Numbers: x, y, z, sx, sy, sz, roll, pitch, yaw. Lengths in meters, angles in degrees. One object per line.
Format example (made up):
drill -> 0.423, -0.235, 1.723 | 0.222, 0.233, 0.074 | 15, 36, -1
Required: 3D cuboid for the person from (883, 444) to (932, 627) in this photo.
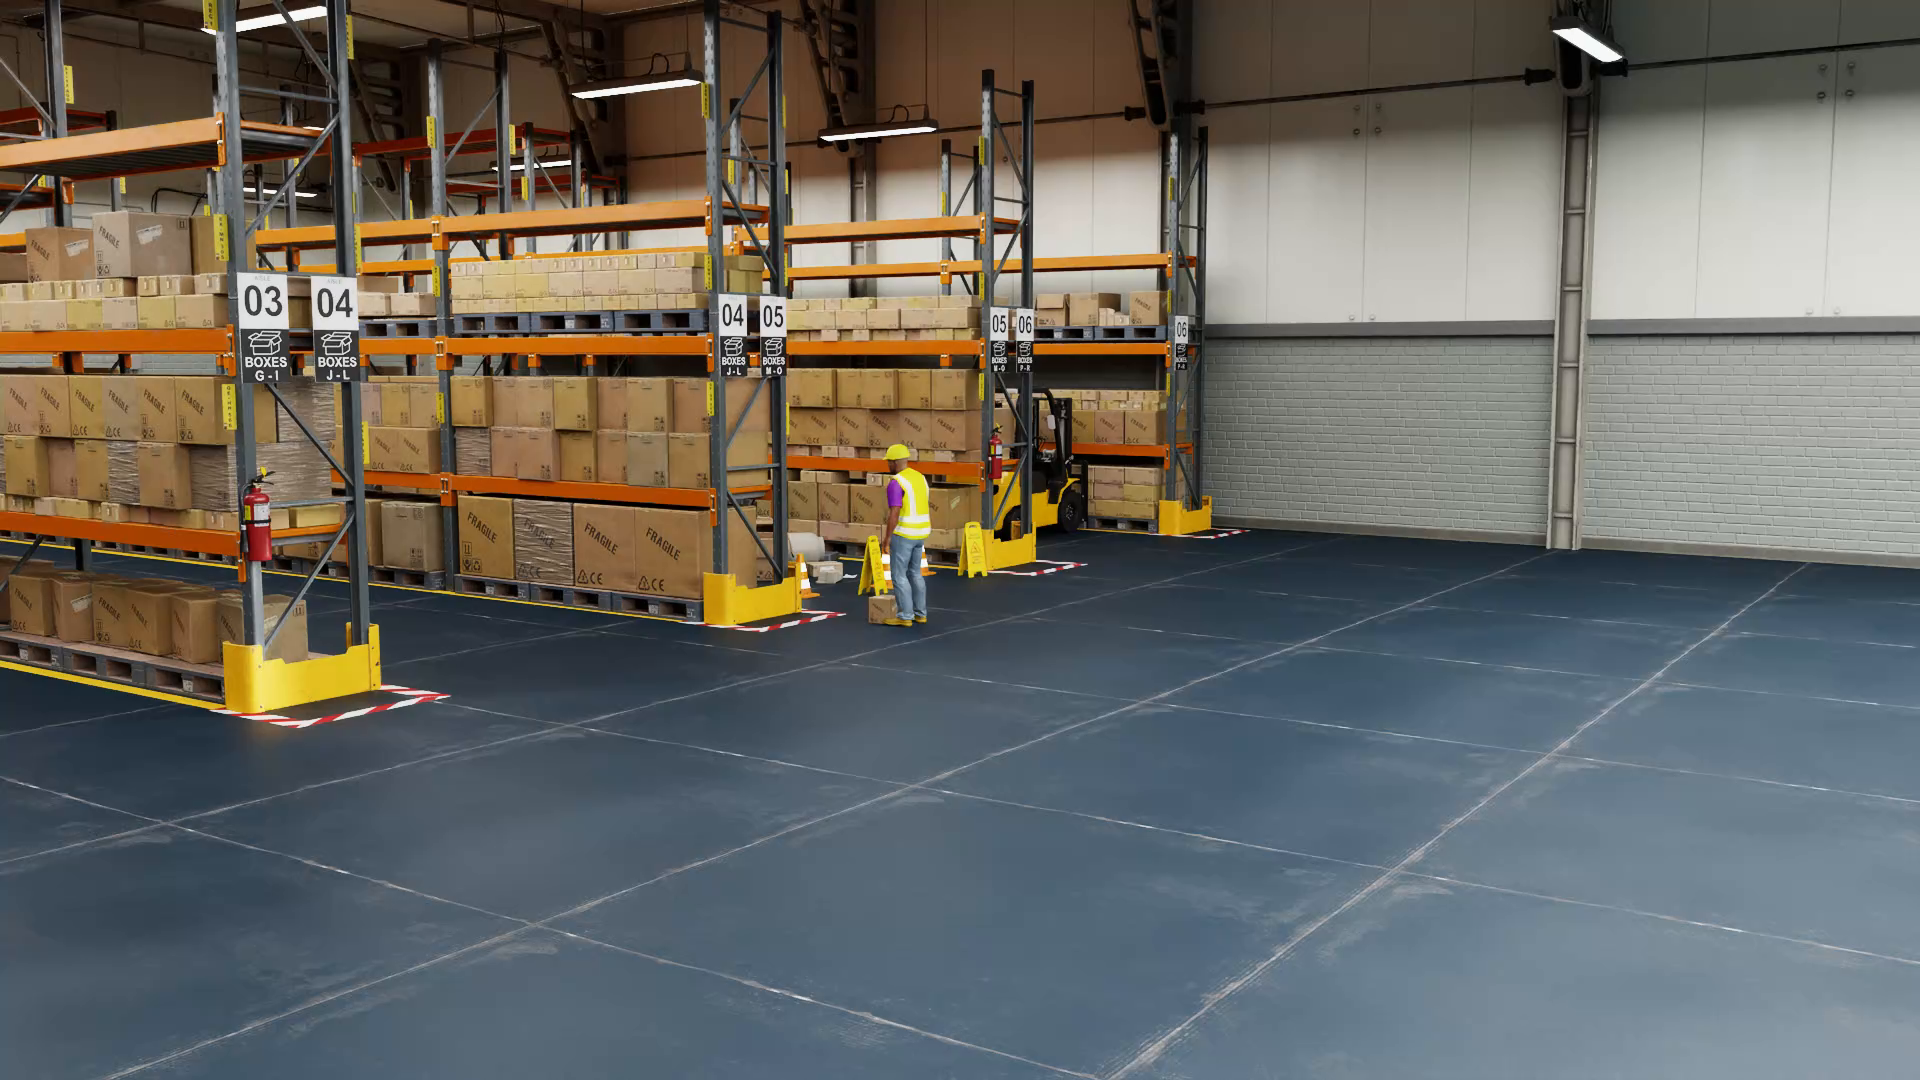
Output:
person -> -0.524, -0.053, 16.184 | 0.461, 1.760, 0.626 | 4, 7, 33
